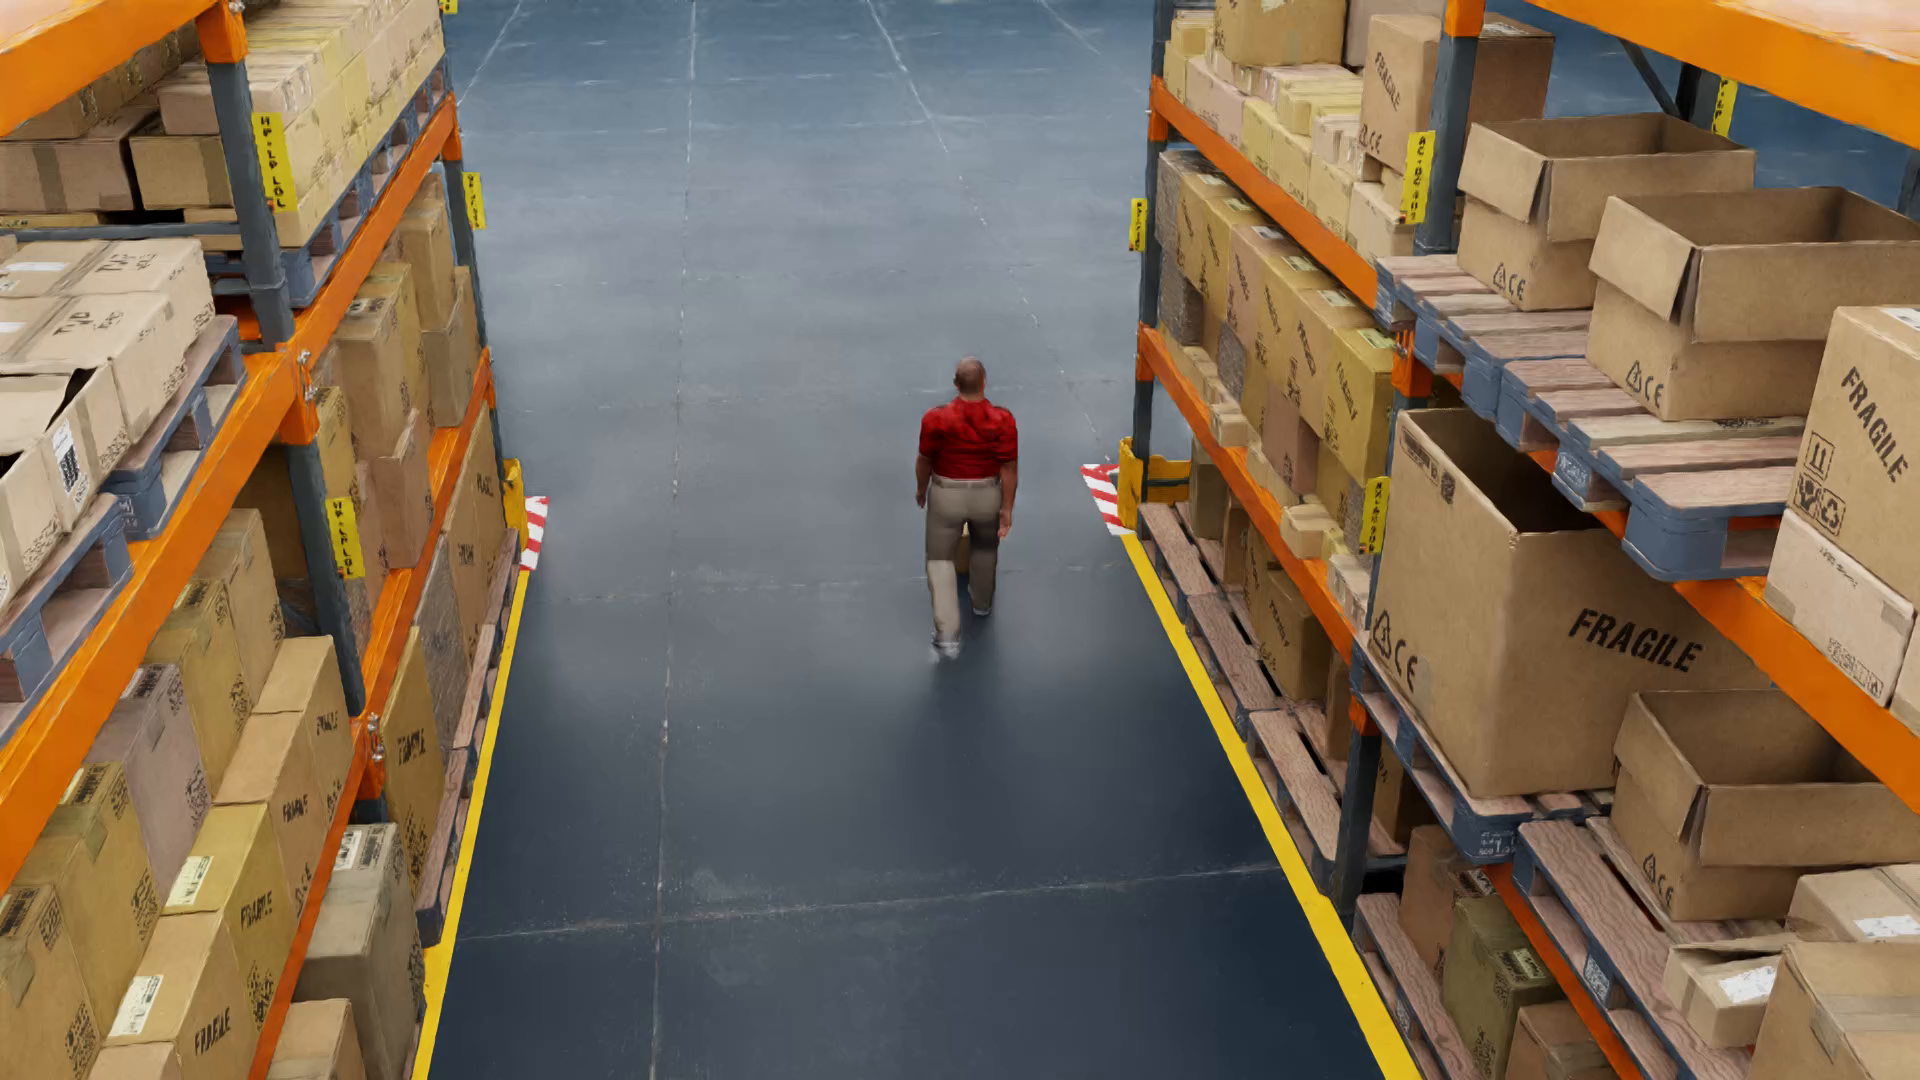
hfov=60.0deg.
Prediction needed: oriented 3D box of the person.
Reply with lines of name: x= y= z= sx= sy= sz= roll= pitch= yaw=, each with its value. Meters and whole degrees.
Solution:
person: x=0.026 y=-0.252 z=9.131 sx=0.534 sy=1.690 sz=0.898 roll=-3 pitch=27 yaw=-6
